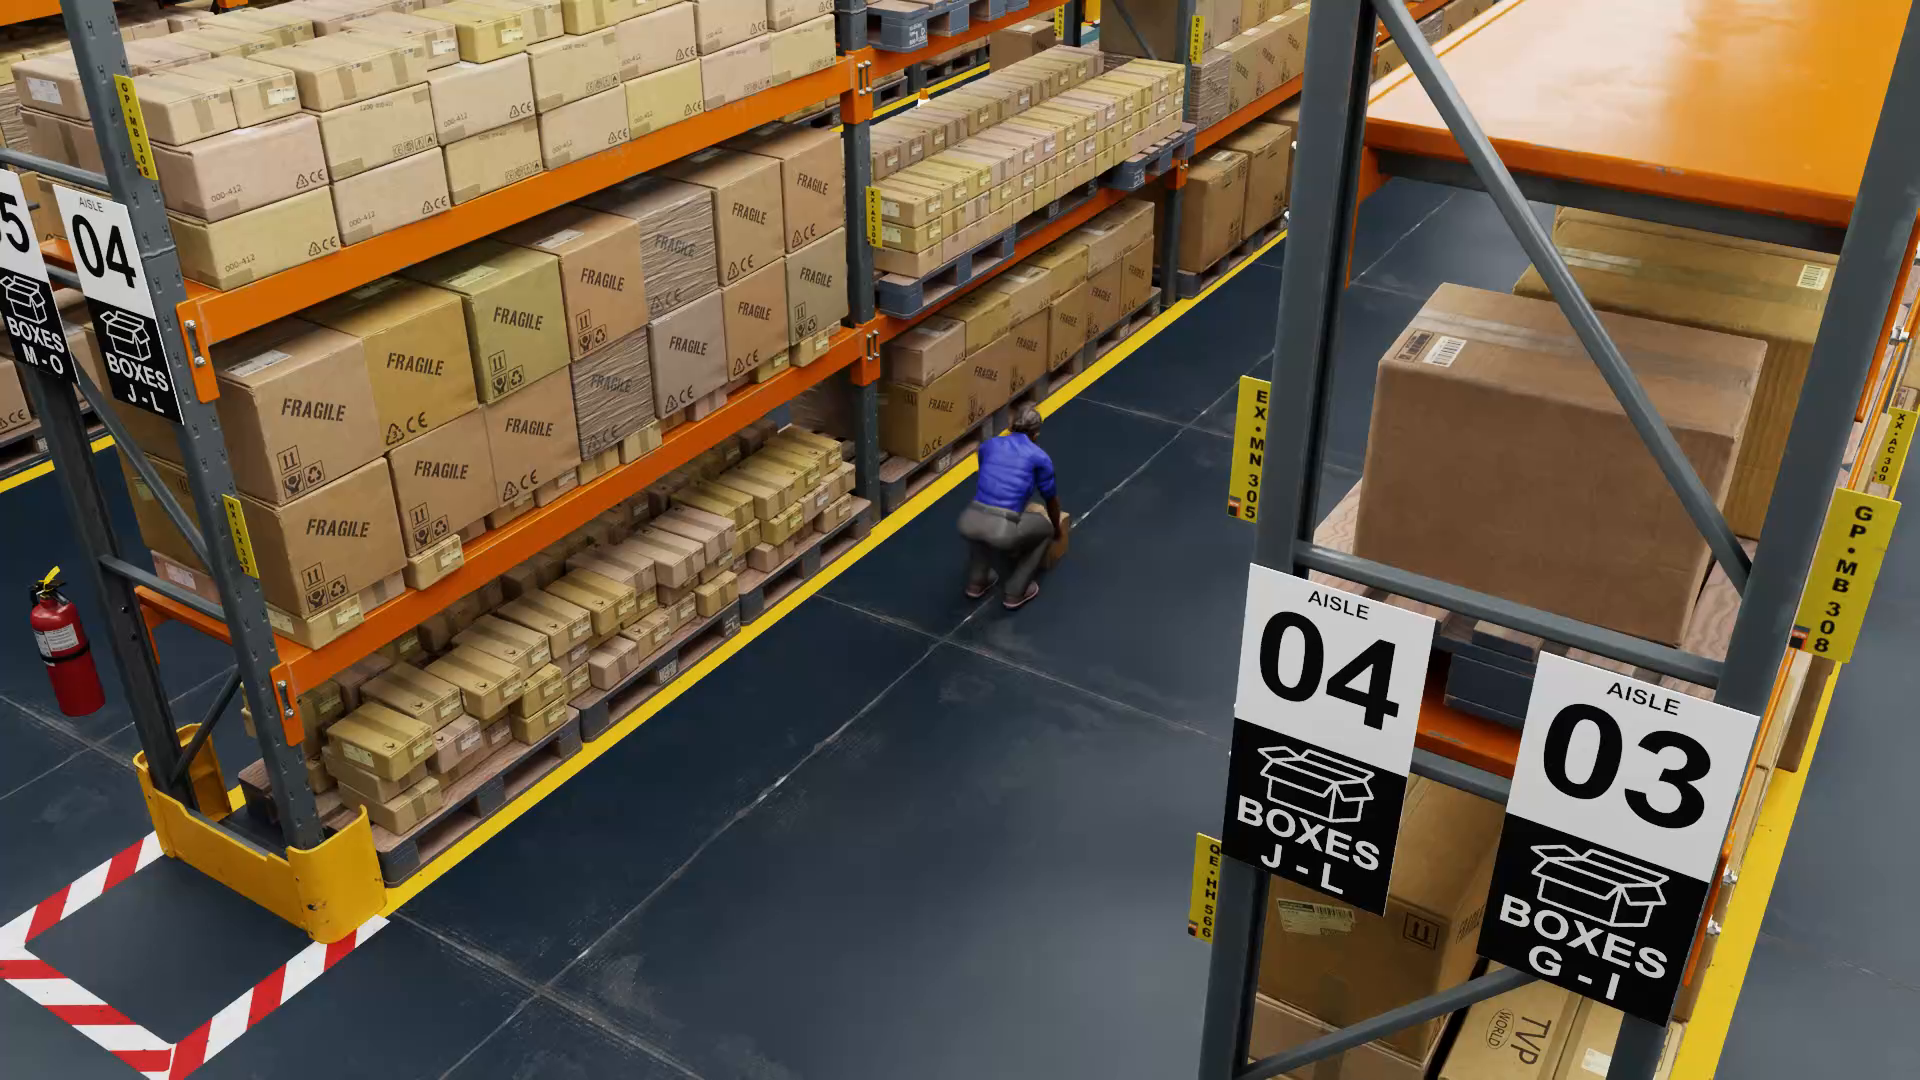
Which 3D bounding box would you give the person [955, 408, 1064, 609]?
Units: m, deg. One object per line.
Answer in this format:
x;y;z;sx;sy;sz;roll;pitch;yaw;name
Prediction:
0.261;-0.164;9.159;0.487;0.954;0.789;16;34;25;person
